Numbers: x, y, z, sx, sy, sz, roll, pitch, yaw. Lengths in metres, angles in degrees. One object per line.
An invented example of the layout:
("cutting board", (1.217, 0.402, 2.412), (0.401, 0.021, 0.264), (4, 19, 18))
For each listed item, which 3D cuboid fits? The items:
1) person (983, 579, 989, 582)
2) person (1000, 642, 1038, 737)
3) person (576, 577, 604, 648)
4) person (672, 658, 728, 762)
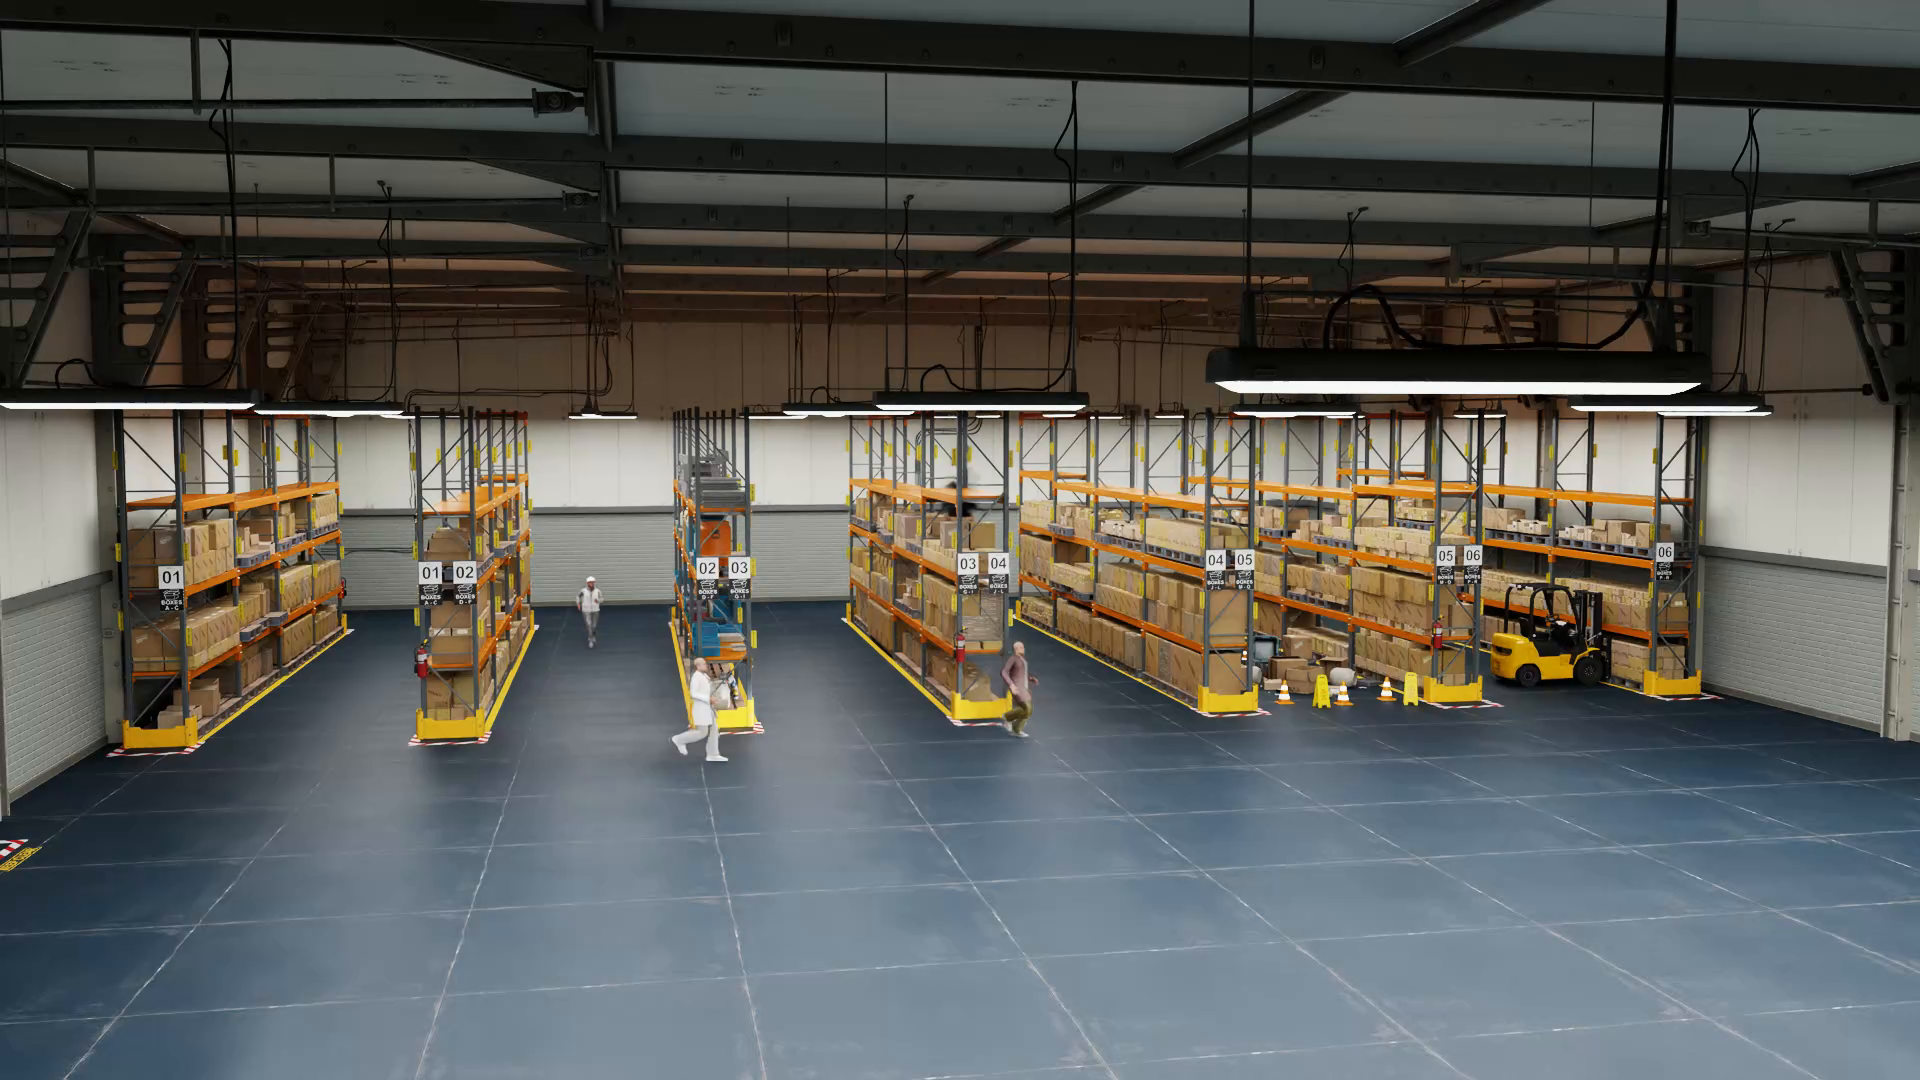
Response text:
("person", (0.789, 1.597, 46.711), (0.669, 1.635, 0.837), (-1, 4, -12))
("person", (1.095, 2.717, 30.185), (0.635, 1.735, 0.715), (2, 5, 30))
("person", (-9.399, 1.811, 42.351), (0.672, 1.751, 0.987), (-2, 4, -23))
("person", (-4.366, 2.859, 27.969), (0.934, 1.763, 0.710), (0, 4, 6))
